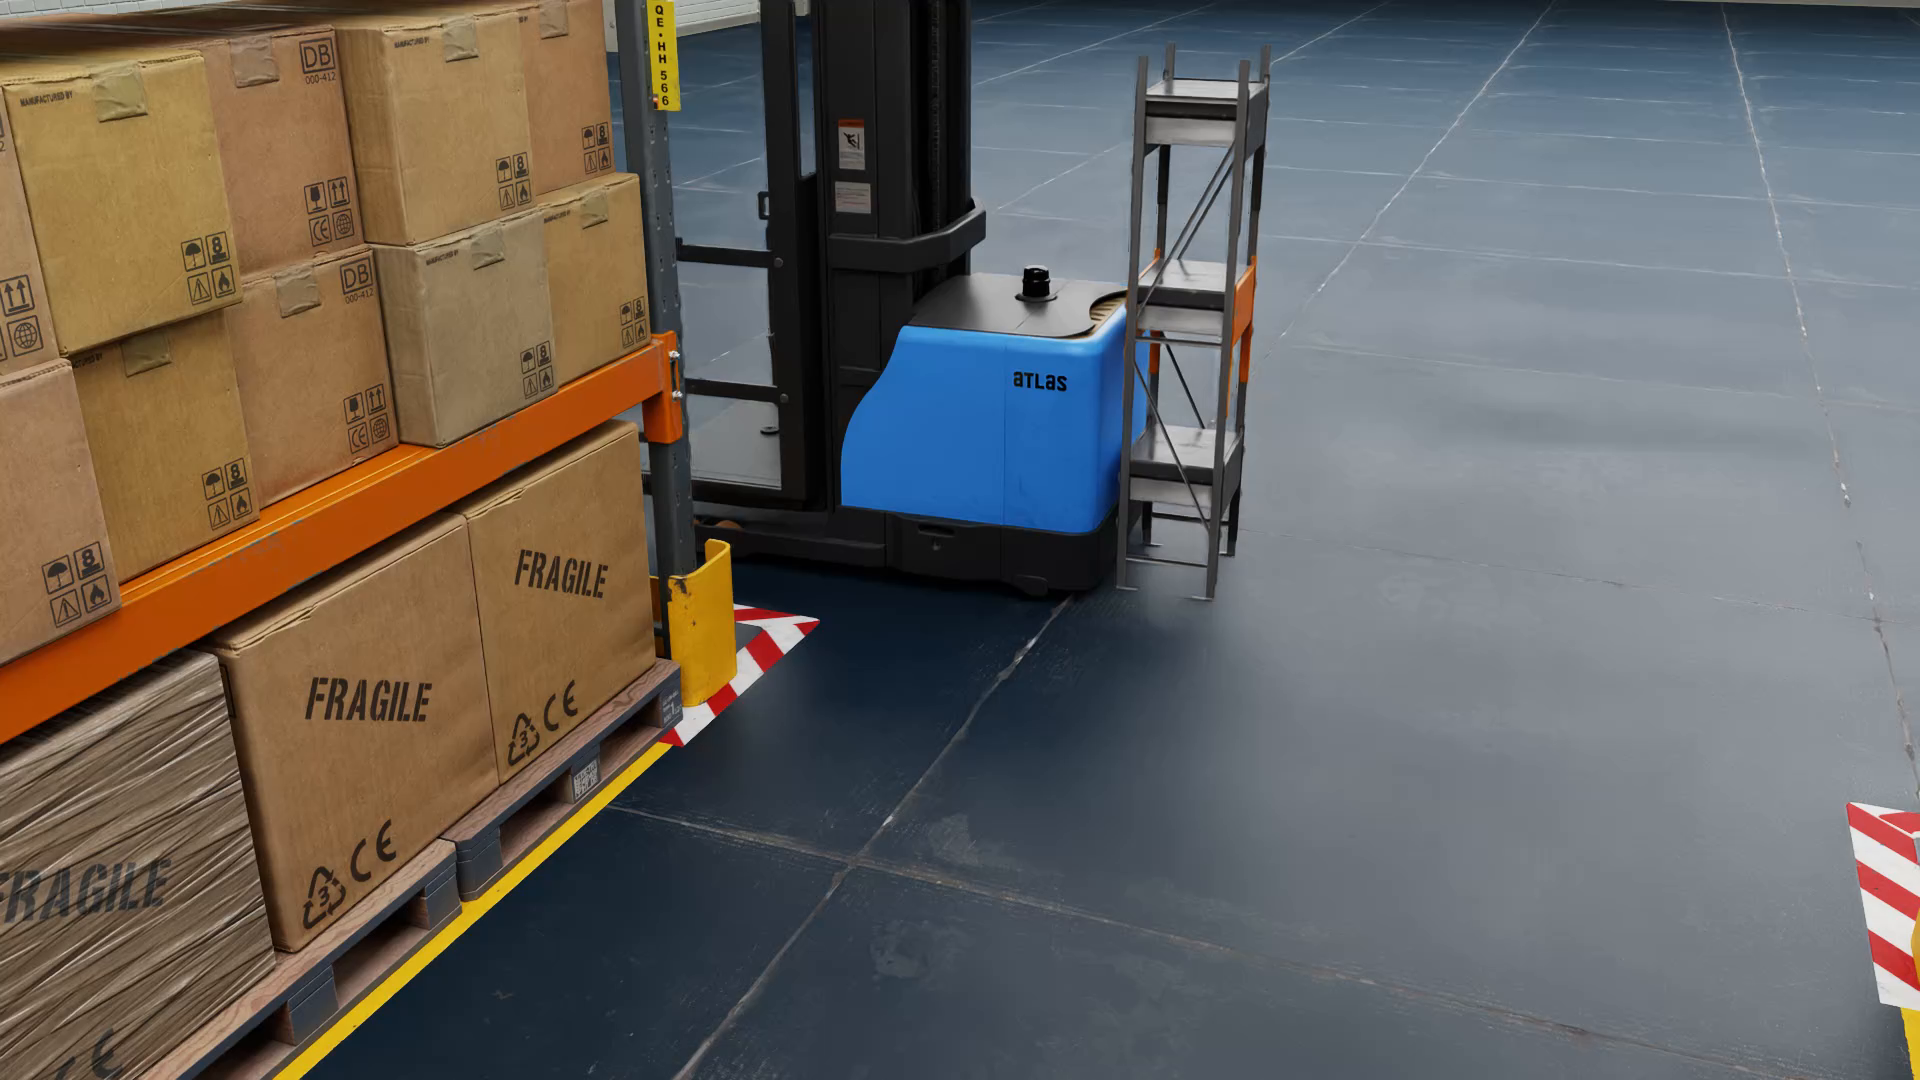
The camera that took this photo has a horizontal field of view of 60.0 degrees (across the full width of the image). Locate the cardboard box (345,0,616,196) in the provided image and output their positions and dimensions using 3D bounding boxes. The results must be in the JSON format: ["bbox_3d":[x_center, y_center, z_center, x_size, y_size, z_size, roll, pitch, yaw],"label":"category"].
[{"bbox_3d":[-1.585,-1.365,5.030,0.875,0.550,0.550,9,24,20],"label":"cardboard box"}]

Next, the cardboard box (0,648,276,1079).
[{"bbox_3d":[-2.267,0.755,3.762,0.875,0.875,0.875,9,24,20],"label":"cardboard box"}]

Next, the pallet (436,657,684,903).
[{"bbox_3d":[-1.635,0.659,5.398,1.003,0.211,1.213,9,24,20],"label":"pallet"}]

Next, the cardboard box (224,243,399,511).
[{"bbox_3d":[-2.015,-0.472,4.294,0.875,0.550,0.550,9,24,20],"label":"cardboard box"}]

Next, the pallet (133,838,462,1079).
[{"bbox_3d":[-2.090,1.094,4.356,1.003,0.211,1.213,9,24,20],"label":"pallet"}]

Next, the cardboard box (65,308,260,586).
[{"bbox_3d":[-2.174,-0.277,3.826,0.875,0.550,0.500,9,24,20],"label":"cardboard box"}]

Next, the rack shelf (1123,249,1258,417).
[{"bbox_3d":[0.905,-0.821,6.525,0.431,0.518,0.480,7,24,17],"label":"rack shelf"}]

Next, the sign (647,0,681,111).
[{"bbox_3d":[-0.912,-1.486,5.105,0.100,0.325,0.005,9,24,20],"label":"sign"}]

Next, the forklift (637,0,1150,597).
[{"bbox_3d":[-0.752,-1.449,6.916,3.031,2.935,1.130,7,24,17],"label":"forklift"}]

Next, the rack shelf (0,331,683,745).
[{"bbox_3d":[-2.154,0.123,3.997,1.077,0.370,4.000,9,24,20],"label":"rack shelf"}]

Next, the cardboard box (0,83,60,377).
[{"bbox_3d":[-2.303,-0.575,3.139,0.875,0.550,0.550,9,24,20],"label":"cardboard box"}]

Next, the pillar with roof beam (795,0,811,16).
[{"bbox_3d":[1.162,-12.927,26.522,9.100,9.000,0.400,9,24,20],"label":"pillar with roof beam"}]

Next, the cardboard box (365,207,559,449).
[{"bbox_3d":[-1.691,-0.655,4.731,0.875,0.550,0.550,9,24,20],"label":"cardboard box"}]

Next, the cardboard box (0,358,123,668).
[{"bbox_3d":[-2.278,-0.073,3.338,0.875,0.550,0.550,9,24,20],"label":"cardboard box"}]

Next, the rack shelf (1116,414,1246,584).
[{"bbox_3d":[0.904,-0.175,6.796,0.431,0.518,0.480,7,24,17],"label":"rack shelf"}]

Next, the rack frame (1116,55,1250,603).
[{"bbox_3d":[0.828,-0.744,6.306,0.400,2.100,0.015,7,24,17],"label":"rack frame"}]

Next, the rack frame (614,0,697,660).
[{"bbox_3d":[-1.411,-0.925,5.572,1.000,3.000,0.127,9,24,20],"label":"rack frame"}]

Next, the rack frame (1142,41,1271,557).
[{"bbox_3d":[0.982,-0.923,6.734,0.400,2.100,0.015,7,24,17],"label":"rack frame"}]

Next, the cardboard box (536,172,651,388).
[{"bbox_3d":[-1.507,-0.855,5.210,0.875,0.550,0.550,9,24,20],"label":"cardboard box"}]

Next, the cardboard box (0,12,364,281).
[{"bbox_3d":[-2.037,-0.974,4.094,0.875,0.550,0.550,9,24,20],"label":"cardboard box"}]

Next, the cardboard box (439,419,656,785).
[{"bbox_3d":[-1.601,0.114,5.297,0.875,0.875,0.875,9,24,20],"label":"cardboard box"}]

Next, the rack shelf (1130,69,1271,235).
[{"bbox_3d":[0.906,-1.467,6.255,0.431,0.518,0.480,7,24,17],"label":"rack shelf"}]

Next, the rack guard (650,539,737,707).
[{"bbox_3d":[-1.402,0.220,6.074,1.175,0.500,0.348,9,24,20],"label":"rack guard"}]

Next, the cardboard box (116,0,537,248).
[{"bbox_3d":[-1.703,-1.155,4.528,0.875,0.550,0.550,9,24,20],"label":"cardboard box"}]

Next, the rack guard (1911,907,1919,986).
[{"bbox_3d":[3.129,1.002,4.202,1.175,0.500,0.348,9,24,20],"label":"rack guard"}]

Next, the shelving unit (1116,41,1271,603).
[{"bbox_3d":[0.905,-0.834,6.520,0.431,2.100,0.503,7,24,17],"label":"shelving unit"}]

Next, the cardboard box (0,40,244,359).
[{"bbox_3d":[-2.114,-0.766,3.596,0.875,0.550,0.500,9,24,20],"label":"cardboard box"}]

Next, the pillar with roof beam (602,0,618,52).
[{"bbox_3d":[-1.067,-10.780,21.382,9.100,9.000,0.400,9,24,20],"label":"pillar with roof beam"}]

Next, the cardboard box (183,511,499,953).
[{"bbox_3d":[-1.926,0.429,4.542,0.875,0.875,0.875,8,24,19],"label":"cardboard box"}]
